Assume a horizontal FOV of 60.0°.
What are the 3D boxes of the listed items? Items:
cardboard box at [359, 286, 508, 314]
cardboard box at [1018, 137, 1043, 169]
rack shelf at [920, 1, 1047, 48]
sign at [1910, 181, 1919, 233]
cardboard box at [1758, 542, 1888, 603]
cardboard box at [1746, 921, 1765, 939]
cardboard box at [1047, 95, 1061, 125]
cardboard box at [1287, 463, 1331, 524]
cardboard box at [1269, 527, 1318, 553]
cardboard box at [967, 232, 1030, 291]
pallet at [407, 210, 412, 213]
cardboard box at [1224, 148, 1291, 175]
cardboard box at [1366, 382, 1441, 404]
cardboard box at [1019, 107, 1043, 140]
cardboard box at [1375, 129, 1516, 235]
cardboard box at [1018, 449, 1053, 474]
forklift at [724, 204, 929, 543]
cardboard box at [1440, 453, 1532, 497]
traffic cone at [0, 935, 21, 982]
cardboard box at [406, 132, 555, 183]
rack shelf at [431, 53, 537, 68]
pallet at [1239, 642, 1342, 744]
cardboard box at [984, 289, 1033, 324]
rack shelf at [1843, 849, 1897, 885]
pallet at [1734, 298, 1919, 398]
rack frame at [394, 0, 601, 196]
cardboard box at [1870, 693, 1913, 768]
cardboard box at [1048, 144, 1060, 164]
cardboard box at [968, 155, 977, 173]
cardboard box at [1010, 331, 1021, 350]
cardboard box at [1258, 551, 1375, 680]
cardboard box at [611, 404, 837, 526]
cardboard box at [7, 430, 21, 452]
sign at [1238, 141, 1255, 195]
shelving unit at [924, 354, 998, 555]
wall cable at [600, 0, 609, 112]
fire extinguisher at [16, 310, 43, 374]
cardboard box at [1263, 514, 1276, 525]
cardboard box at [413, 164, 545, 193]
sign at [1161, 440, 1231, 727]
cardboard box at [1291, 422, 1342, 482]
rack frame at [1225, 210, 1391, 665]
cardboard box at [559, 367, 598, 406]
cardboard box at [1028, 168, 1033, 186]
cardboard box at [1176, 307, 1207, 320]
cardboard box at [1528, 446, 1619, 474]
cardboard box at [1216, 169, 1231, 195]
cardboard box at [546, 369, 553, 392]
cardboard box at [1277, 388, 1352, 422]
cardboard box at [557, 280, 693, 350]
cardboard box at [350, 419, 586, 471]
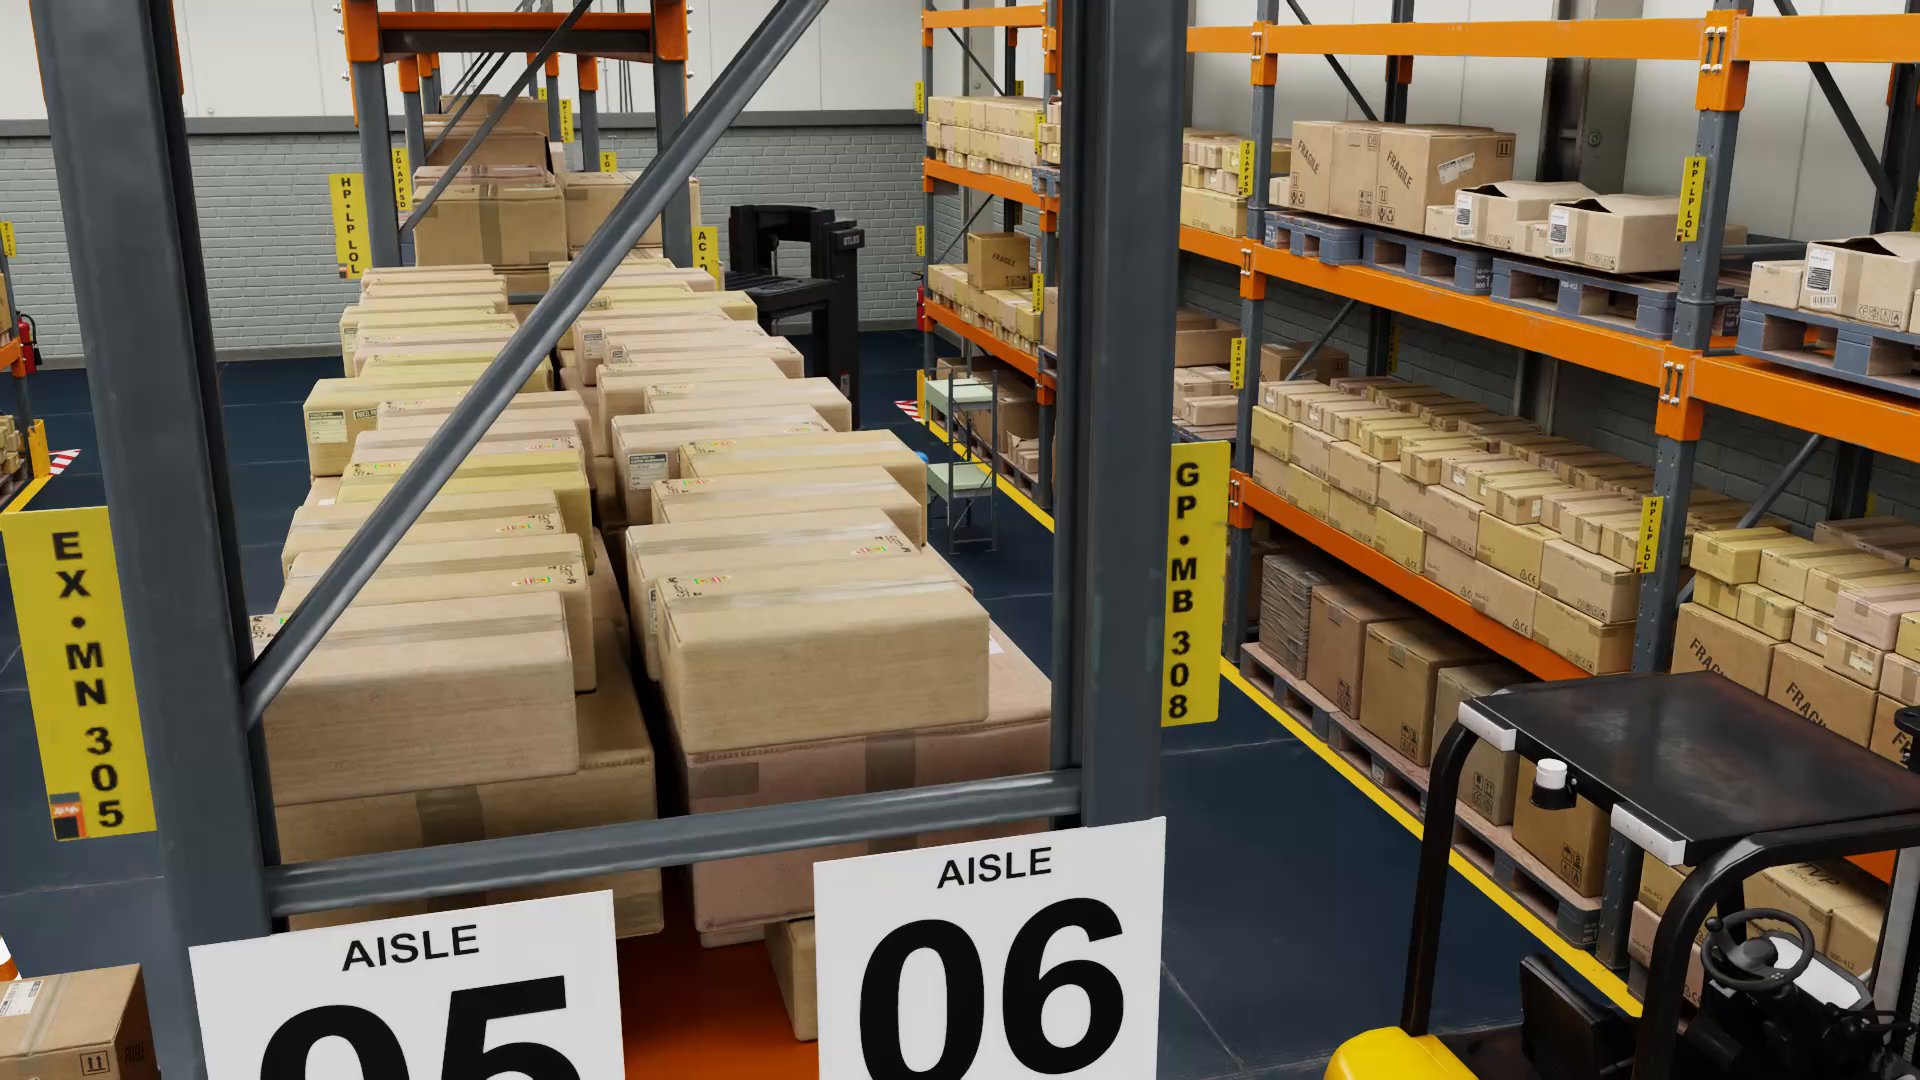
[{"bbox_3d":[-1.441,-0.598,4.564,0.380,0.149,0.250,-5,18,-17],"label":"cardboard box"},{"bbox_3d":[0.822,-3.383,14.530,0.500,0.250,0.500,-5,17,-15],"label":"cardboard box"},{"bbox_3d":[0.646,-4.842,15.687,1.077,0.370,4.000,-5,17,-15],"label":"rack shelf"},{"bbox_3d":[3.928,-1.316,6.868,0.100,0.325,0.005,-5,17,-15],"label":"sign"},{"bbox_3d":[3.372,0.125,6.503,0.380,0.149,0.250,-4,17,-14],"label":"cardboard box"},{"bbox_3d":[3.371,1.624,6.511,0.500,0.250,0.500,-5,17,-16],"label":"cardboard box"},{"bbox_3d":[0.943,-3.557,13.663,0.396,0.266,0.258,-5,17,-16],"label":"cardboard box"},{"bbox_3d":[2.315,-0.302,10.005,0.500,0.250,0.500,-5,17,-16],"label":"cardboard box"},{"bbox_3d":[2.449,0.202,11.682,0.500,0.500,0.500,-4,17,-13],"label":"cardboard box"},{"bbox_3d":[0.375,-2.737,16.289,0.500,0.500,0.500,-4,17,-14],"label":"cardboard box"},{"bbox_3d":[-3.015,-2.091,10.815,1.003,0.211,1.213,-4,17,-13],"label":"pallet"},{"bbox_3d":[1.916,-2.426,10.650,0.380,0.149,0.250,-4,17,-13],"label":"cardboard box"},{"bbox_3d":[2.758,-0.877,10.355,0.380,0.149,0.250,-4,17,-14],"label":"cardboard box"},{"bbox_3d":[0.826,-3.629,14.481,0.500,0.250,0.500,-5,17,-15],"label":"cardboard box"},{"bbox_3d":[2.540,-1.888,8.732,0.500,0.500,0.500,-4,17,-14],"label":"cardboard box"},{"bbox_3d":[0.760,-0.729,15.390,0.380,0.149,0.250,-5,18,-17],"label":"cardboard box"},{"bbox_3d":[-1.424,-0.741,11.325,1.130,2.935,3.031,10,19,30],"label":"forklift"},{"bbox_3d":[2.707,-0.336,8.555,0.380,0.149,0.250,-5,17,-15],"label":"cardboard box"},{"bbox_3d":[-4.105,1.826,7.070,0.336,0.463,0.334,-5,17,-15],"label":"traffic cone"},{"bbox_3d":[-2.725,-2.042,9.412,0.797,0.503,0.637,-6,18,-19],"label":"cardboard box"},{"bbox_3d":[-4.125,-4.259,14.434,1.077,0.370,4.000,-5,17,-15],"label":"rack shelf"},{"bbox_3d":[2.484,0.911,10.554,1.003,0.211,1.213,-5,17,-15],"label":"pallet"},{"bbox_3d":[0.545,-2.231,15.908,0.500,0.250,0.500,-5,17,-16],"label":"cardboard box"},{"bbox_3d":[3.944,1.348,5.499,1.077,0.370,4.000,-5,17,-15],"label":"rack shelf"},{"bbox_3d":[3.654,-0.710,6.040,1.003,0.211,1.213,-5,17,-15],"label":"pallet"},{"bbox_3d":[-2.476,-3.135,8.748,1.000,3.000,0.127,-5,17,-15],"label":"rack frame"},{"bbox_3d":[3.565,0.829,5.805,0.500,0.500,0.500,-5,17,-16],"label":"cardboard box"},{"bbox_3d":[0.933,-3.139,13.507,0.380,0.149,0.250,-5,17,-15],"label":"cardboard box"},{"bbox_3d":[0.288,-3.647,16.100,0.380,0.149,0.250,-5,17,-15],"label":"cardboard box"},{"bbox_3d":[0.678,-1.850,15.335,0.380,0.149,0.250,-4,17,-14],"label":"cardboard box"},{"bbox_3d":[2.453,0.454,10.624,0.875,0.625,0.625,-4,17,-13],"label":"cardboard box"},{"bbox_3d":[-0.431,-0.141,3.043,0.380,0.149,0.250,-5,17,-16],"label":"cardboard box"},{"bbox_3d":[-8.987,-0.911,15.478,0.380,0.149,0.250,-5,17,-17],"label":"cardboard box"},{"bbox_3d":[1.773,-2.298,10.274,0.100,0.325,0.005,-5,17,-15],"label":"sign"},{"bbox_3d":[0.002,-0.716,13.730,0.431,1.500,0.755,-5,17,-15],"label":"shelving unit"},{"bbox_3d":[-5.785,-6.958,21.474,2.355,3.000,0.029,-5,17,-15],"label":"wall cable"},{"bbox_3d":[-9.032,-1.946,16.000,0.296,0.674,0.183,-5,17,-15],"label":"fire extinguisher"},{"bbox_3d":[2.404,-0.215,11.941,0.380,0.149,0.250,-4,17,-14],"label":"cardboard box"},{"bbox_3d":[-1.961,-1.392,6.820,0.500,0.250,0.500,-4,17,-14],"label":"cardboard box"},{"bbox_3d":[0.244,0.052,1.830,0.100,0.325,0.005,-5,17,-15],"label":"sign"},{"bbox_3d":[2.319,-0.543,9.936,0.500,0.250,0.500,-4,17,-14],"label":"cardboard box"},{"bbox_3d":[2.295,-0.656,10.921,1.000,3.000,0.127,-5,17,-15],"label":"rack frame"},{"bbox_3d":[-0.731,-0.280,4.201,0.500,0.250,0.500,-5,17,-16],"label":"cardboard box"},{"bbox_3d":[0.813,-3.155,14.462,0.380,0.149,0.250,-5,17,-16],"label":"cardboard box"},{"bbox_3d":[1.472,-1.499,12.826,0.700,0.500,0.500,-5,17,-16],"label":"cardboard box"},{"bbox_3d":[3.204,-0.379,8.698,0.380,0.149,0.250,-5,17,-16],"label":"cardboard box"},{"bbox_3d":[1.914,-2.364,10.961,0.380,0.149,0.250,-5,17,-17],"label":"cardboard box"},{"bbox_3d":[-1.244,-0.238,4.061,0.500,0.250,0.500,-5,17,-15],"label":"cardboard box"},{"bbox_3d":[2.174,-0.829,10.197,0.380,0.149,0.250,-4,17,-14],"label":"cardboard box"},{"bbox_3d":[-0.950,-0.639,4.701,0.380,0.149,0.250,-4,17,-14],"label":"cardboard box"},{"bbox_3d":[-0.857,-0.104,2.920,0.380,0.149,0.250,-5,17,-15],"label":"cardboard box"}]
